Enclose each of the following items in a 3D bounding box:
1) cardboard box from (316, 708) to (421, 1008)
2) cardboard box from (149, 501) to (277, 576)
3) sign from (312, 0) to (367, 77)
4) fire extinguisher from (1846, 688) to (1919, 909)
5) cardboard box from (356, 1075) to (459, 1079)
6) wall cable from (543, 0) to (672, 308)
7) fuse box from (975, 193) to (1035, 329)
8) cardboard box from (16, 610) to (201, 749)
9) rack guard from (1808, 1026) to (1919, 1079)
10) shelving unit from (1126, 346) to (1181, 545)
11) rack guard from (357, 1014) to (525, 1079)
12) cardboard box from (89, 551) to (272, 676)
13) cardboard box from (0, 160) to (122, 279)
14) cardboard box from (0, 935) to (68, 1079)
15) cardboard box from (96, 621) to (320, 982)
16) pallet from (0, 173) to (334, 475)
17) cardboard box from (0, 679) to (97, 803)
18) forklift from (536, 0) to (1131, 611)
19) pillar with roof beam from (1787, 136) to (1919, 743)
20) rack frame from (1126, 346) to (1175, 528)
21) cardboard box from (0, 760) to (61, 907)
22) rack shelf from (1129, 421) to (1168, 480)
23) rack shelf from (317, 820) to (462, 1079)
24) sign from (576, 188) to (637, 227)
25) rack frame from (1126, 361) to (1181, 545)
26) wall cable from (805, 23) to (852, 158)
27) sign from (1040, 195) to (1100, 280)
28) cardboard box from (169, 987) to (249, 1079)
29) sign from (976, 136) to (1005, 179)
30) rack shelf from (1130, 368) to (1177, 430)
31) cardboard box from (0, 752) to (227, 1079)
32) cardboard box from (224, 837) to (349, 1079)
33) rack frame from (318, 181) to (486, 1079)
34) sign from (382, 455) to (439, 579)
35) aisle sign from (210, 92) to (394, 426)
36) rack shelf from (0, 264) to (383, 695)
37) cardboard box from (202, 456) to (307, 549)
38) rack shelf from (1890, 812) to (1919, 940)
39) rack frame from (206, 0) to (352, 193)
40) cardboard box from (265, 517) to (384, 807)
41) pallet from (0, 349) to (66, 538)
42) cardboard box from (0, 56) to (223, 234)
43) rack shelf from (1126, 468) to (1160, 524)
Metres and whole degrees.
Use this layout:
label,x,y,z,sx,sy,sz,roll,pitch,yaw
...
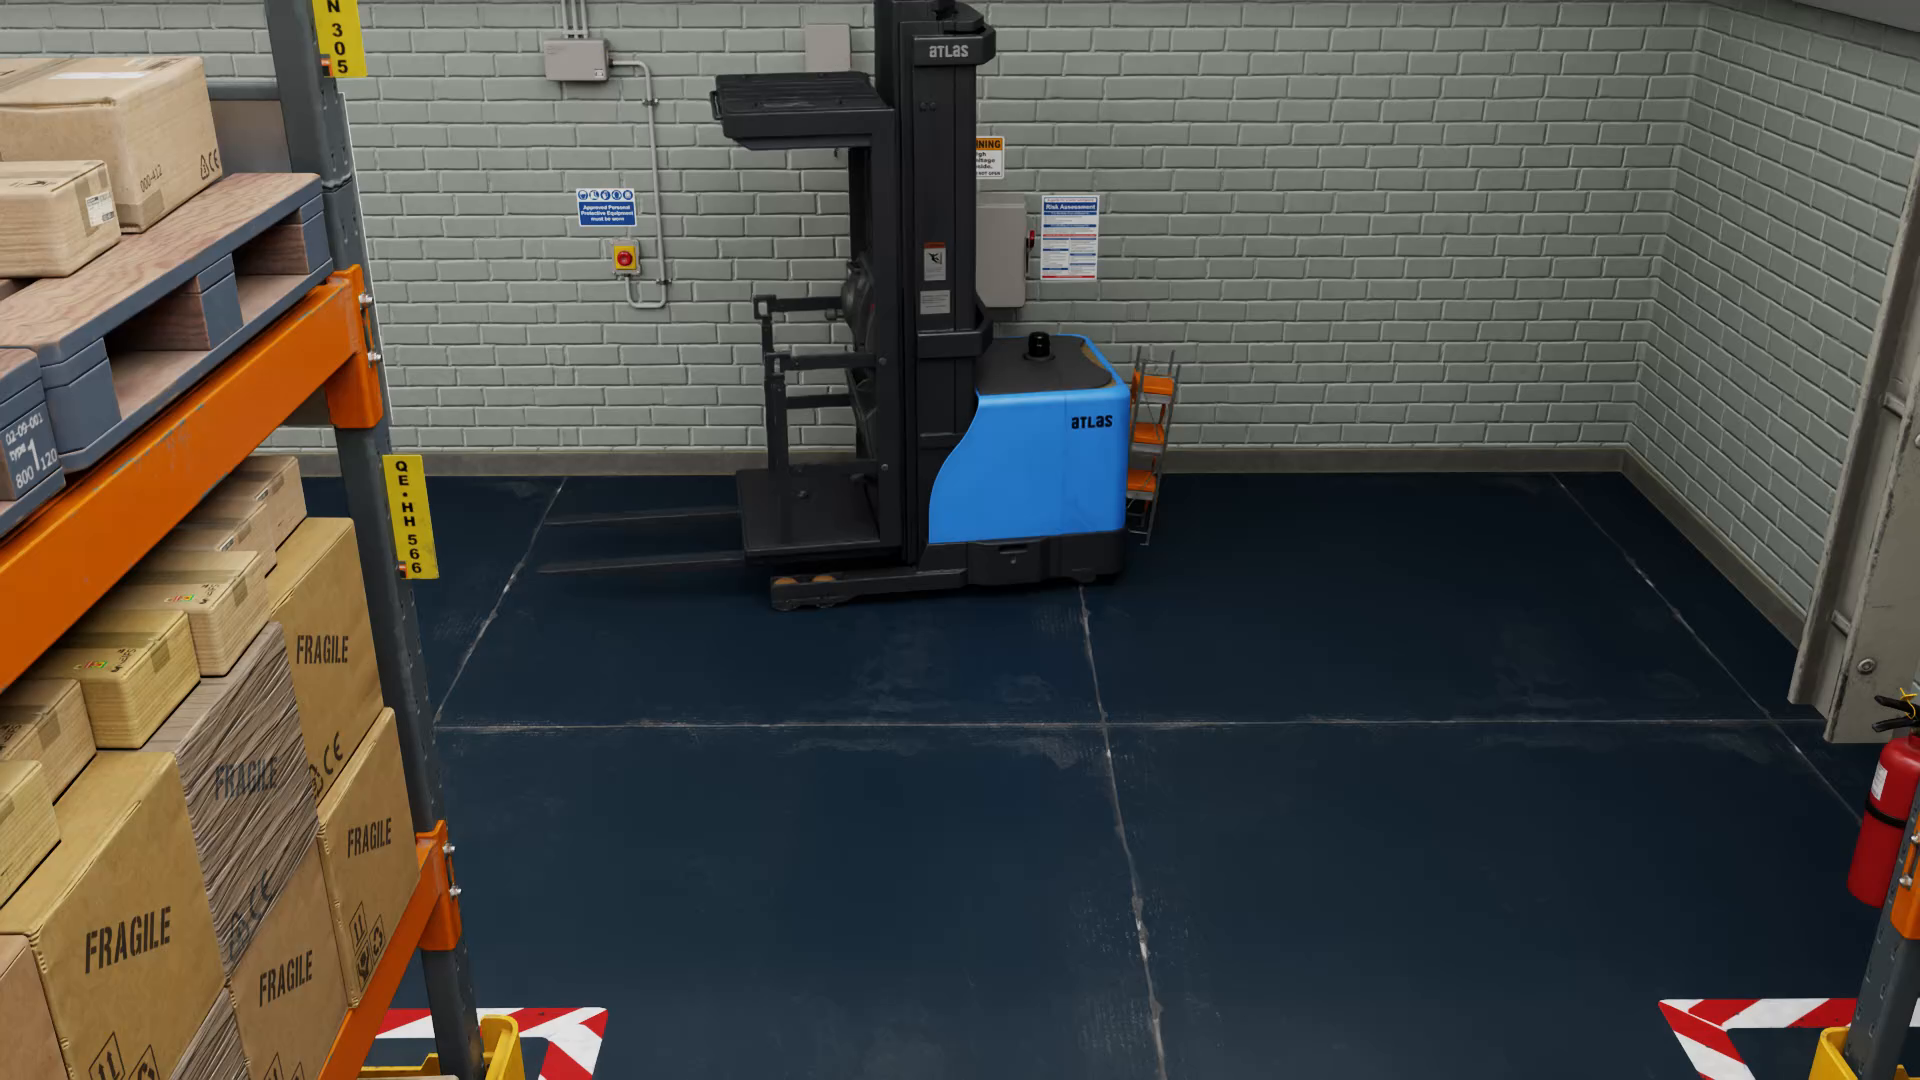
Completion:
label,x,y,z,sx,sy,sz,roll,pitch,yaw
cardboard box,-1.609,0.731,3.873,0.500,0.500,0.500,0,24,0
cardboard box,-1.648,0.033,3.414,0.380,0.149,0.250,0,24,0
sign,-1.336,-1.152,3.539,0.100,0.325,0.005,0,24,-1
fire extinguisher,2.621,0.701,4.606,0.296,0.674,0.183,0,24,-1
cardboard box,-1.771,1.826,4.172,0.875,0.438,0.875,-1,24,-2
wall cable,-1.964,-2.222,9.252,0.585,1.953,0.123,0,24,-1
fuse box,0.139,-1.107,9.621,0.539,1.711,0.414,0,24,-1
cardboard box,-1.599,0.243,2.950,0.380,0.149,0.250,0,24,1
rack guard,3.086,1.725,4.829,1.175,0.500,0.348,0,24,-1
shelving unit,1.000,-0.507,9.071,0.215,1.050,0.252,6,24,-3
rack guard,-1.879,1.708,4.868,1.175,0.500,0.348,0,24,-1
cardboard box,-1.561,0.139,3.180,0.380,0.149,0.250,0,24,-1
cardboard box,-1.699,-0.553,2.867,0.380,0.149,0.250,-2,24,-5
cardboard box,-1.594,0.901,2.282,0.500,0.500,0.500,0,24,-1
cardboard box,-1.600,0.490,3.191,0.500,0.500,0.500,0,24,0
pallet,-1.860,-0.442,3.055,1.003,0.211,1.213,0,24,-1
cardboard box,-1.667,0.351,2.711,0.380,0.149,0.250,0,24,-1
forklift,-0.689,-1.209,8.367,3.031,2.935,1.130,-4,25,-9
pillar with roof beam,-0.348,-3.274,5.570,9.100,9.000,0.400,0,24,-1
rack frame,0.999,-0.557,9.182,0.200,1.050,0.008,6,24,-3
cardboard box,-1.606,0.455,2.483,0.380,0.149,0.250,0,24,1
rack shelf,0.999,-0.497,9.075,0.215,0.259,0.240,6,24,-3
rack shelf,-1.857,1.731,2.657,1.077,0.370,4.000,0,24,-1
sign,-2.012,-1.893,9.467,0.327,0.218,0.001,0,24,-1
rack frame,1.001,-0.456,8.960,0.200,1.050,0.008,6,24,-3
wall cable,-0.545,-2.219,9.283,0.588,1.984,0.122,0,24,-1
sign,0.630,-1.738,9.569,0.329,0.494,0.001,0,24,-1
cardboard box,-1.603,1.149,2.947,0.500,0.500,0.500,0,24,1
sign,0.081,-2.155,9.374,0.339,0.242,0.001,0,24,-1
rack shelf,1.032,-0.754,8.959,0.215,0.259,0.240,6,24,-3
cardboard box,-1.598,0.694,2.741,0.500,0.500,0.500,0,24,-1
cardboard box,-1.618,0.938,3.416,0.500,0.500,0.500,-1,24,-2
rack frame,-1.879,0.579,4.331,1.000,3.000,0.127,0,24,-1
sign,-1.336,-0.054,4.036,0.100,0.325,0.005,0,24,-1
aisle sign,-1.569,-0.637,3.863,0.394,0.787,0.004,0,24,-1
rack shelf,-1.857,0.364,2.038,1.077,0.370,4.000,0,24,-1
cardboard box,-1.674,-0.071,3.645,0.380,0.149,0.250,0,24,0
rack shelf,3.107,1.707,2.709,1.077,0.370,4.000,0,24,-1
rack frame,-1.879,-2.155,3.094,1.000,3.000,0.127,0,24,-1
cardboard box,-1.635,0.275,3.667,0.500,0.500,0.500,1,24,1
pallet,-1.844,0.062,1.941,1.003,0.211,1.213,0,24,-1
cardboard box,-1.784,-0.772,3.227,0.500,0.250,0.500,-2,24,-5
rack shelf,0.967,-0.246,9.189,0.215,0.259,0.240,6,24,-3
